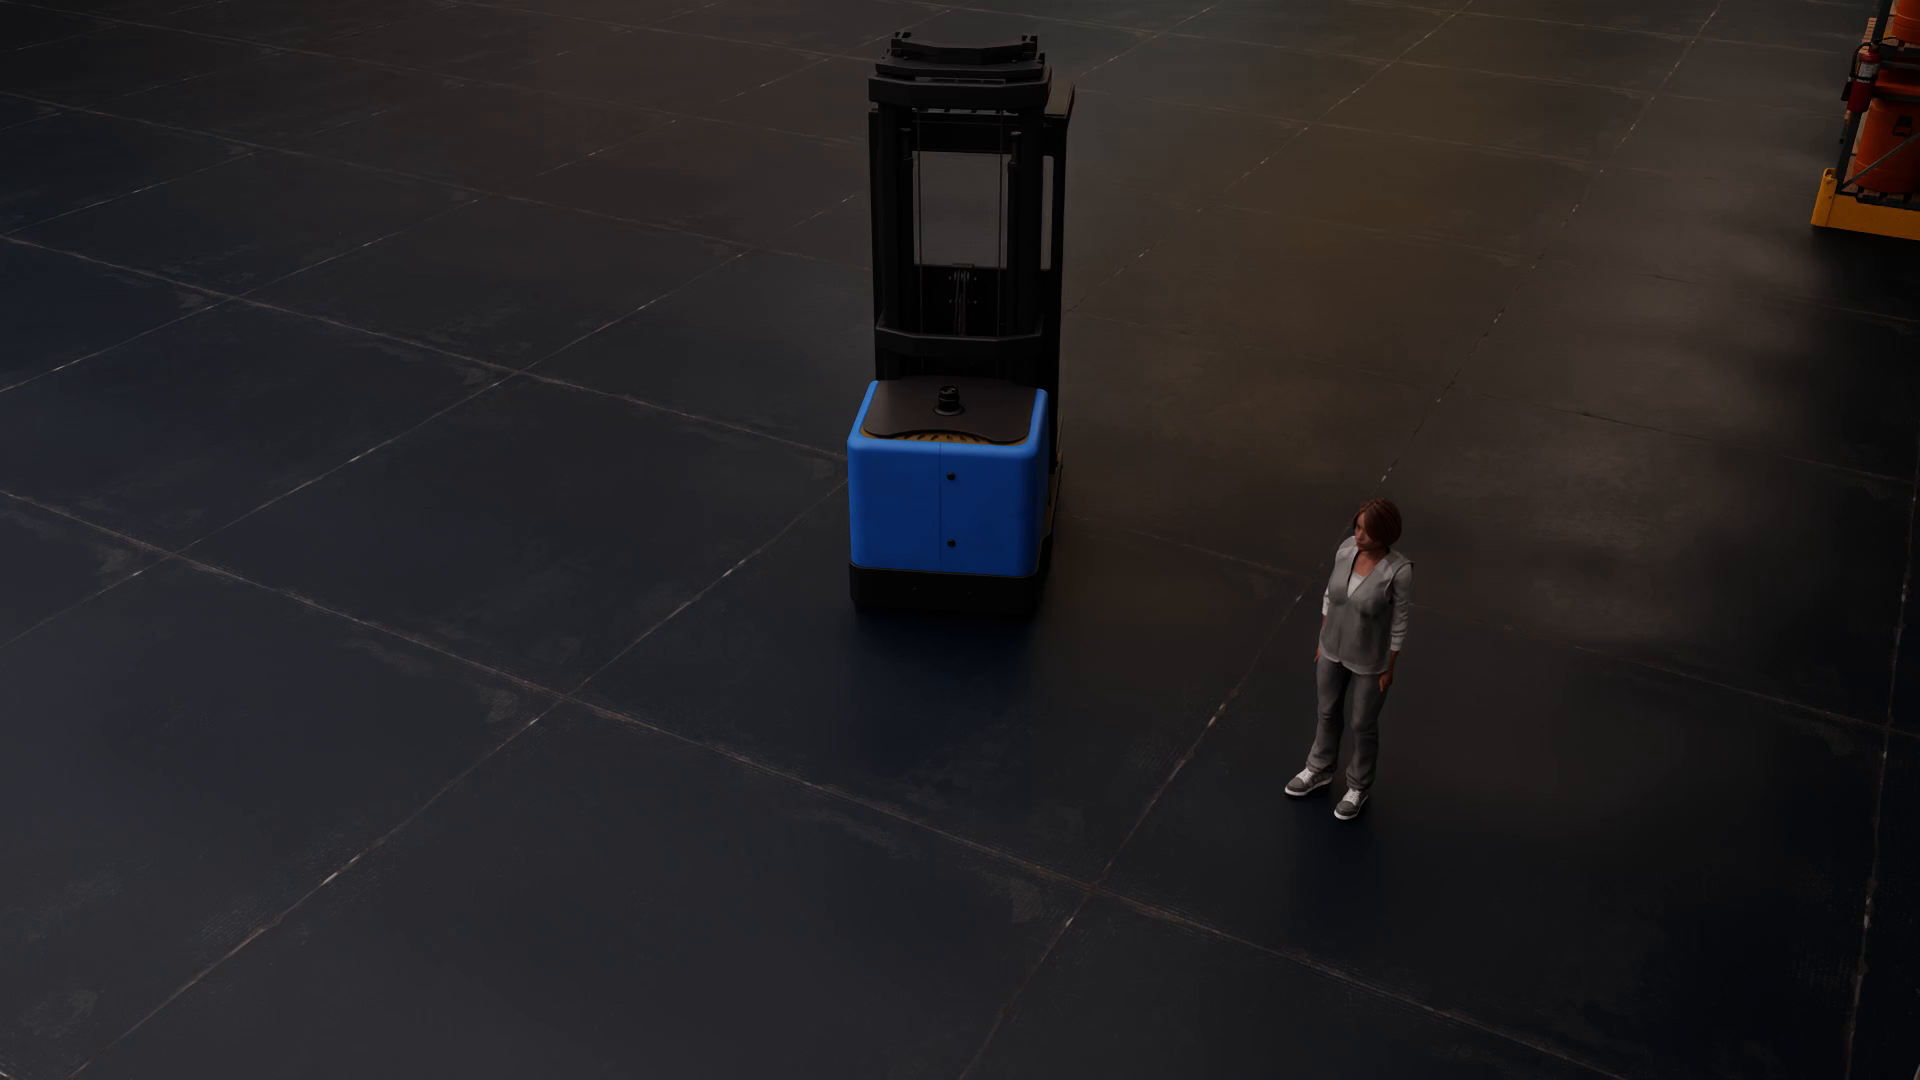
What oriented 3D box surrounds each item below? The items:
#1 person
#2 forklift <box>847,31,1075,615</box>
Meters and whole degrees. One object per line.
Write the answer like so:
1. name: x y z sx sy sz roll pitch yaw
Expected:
1. person: 1.780 0.528 7.487 0.405 1.603 0.316 26 39 37
2. forklift: 0.072 -1.572 9.794 1.130 2.935 3.031 3 30 6
